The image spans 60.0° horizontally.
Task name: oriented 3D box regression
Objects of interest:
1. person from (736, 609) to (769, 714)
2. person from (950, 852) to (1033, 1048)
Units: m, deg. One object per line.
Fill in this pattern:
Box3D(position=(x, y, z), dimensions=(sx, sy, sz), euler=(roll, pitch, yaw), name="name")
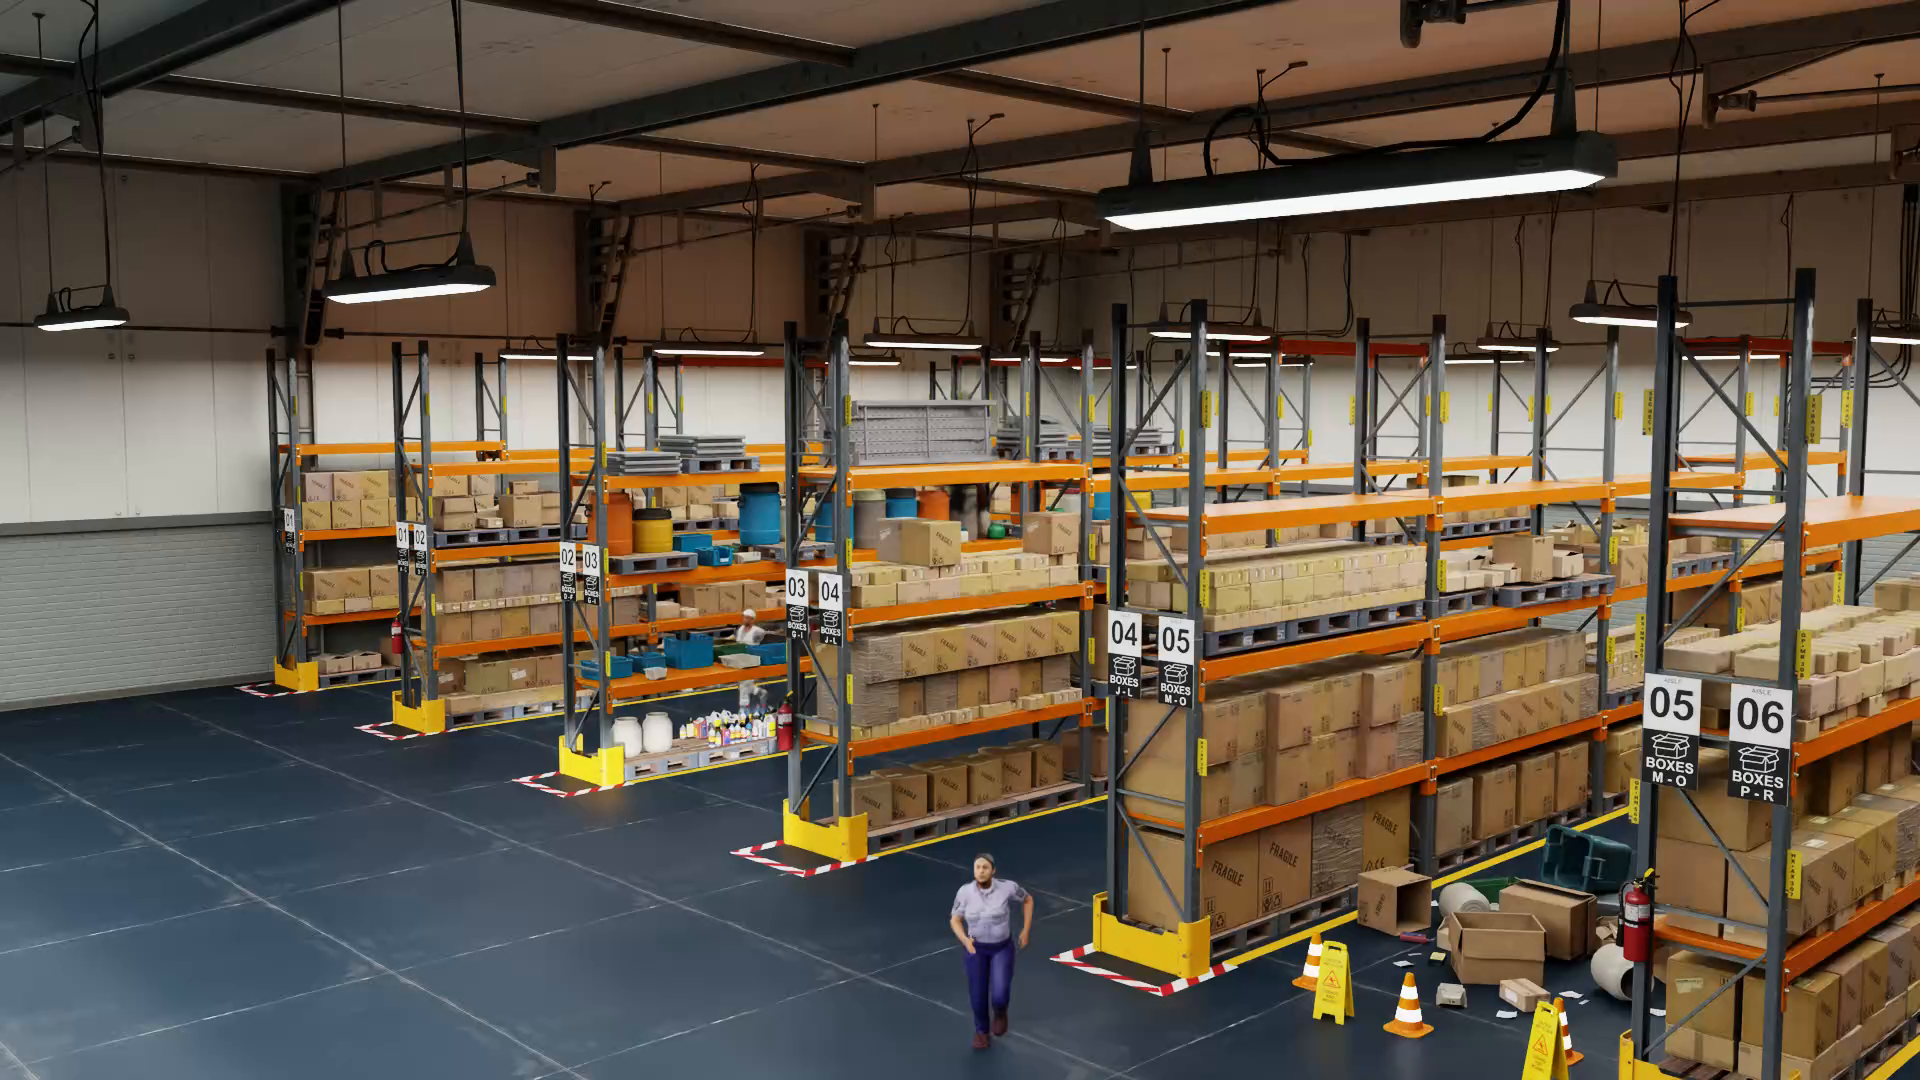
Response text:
Box3D(position=(-3.346, 1.989, 26.592), dimensions=(0.656, 1.783, 0.899), euler=(4, 6, 38), name="person")
Box3D(position=(0.237, 3.241, 13.034), dimensions=(0.630, 1.602, 0.676), euler=(1, 5, 8), name="person")
